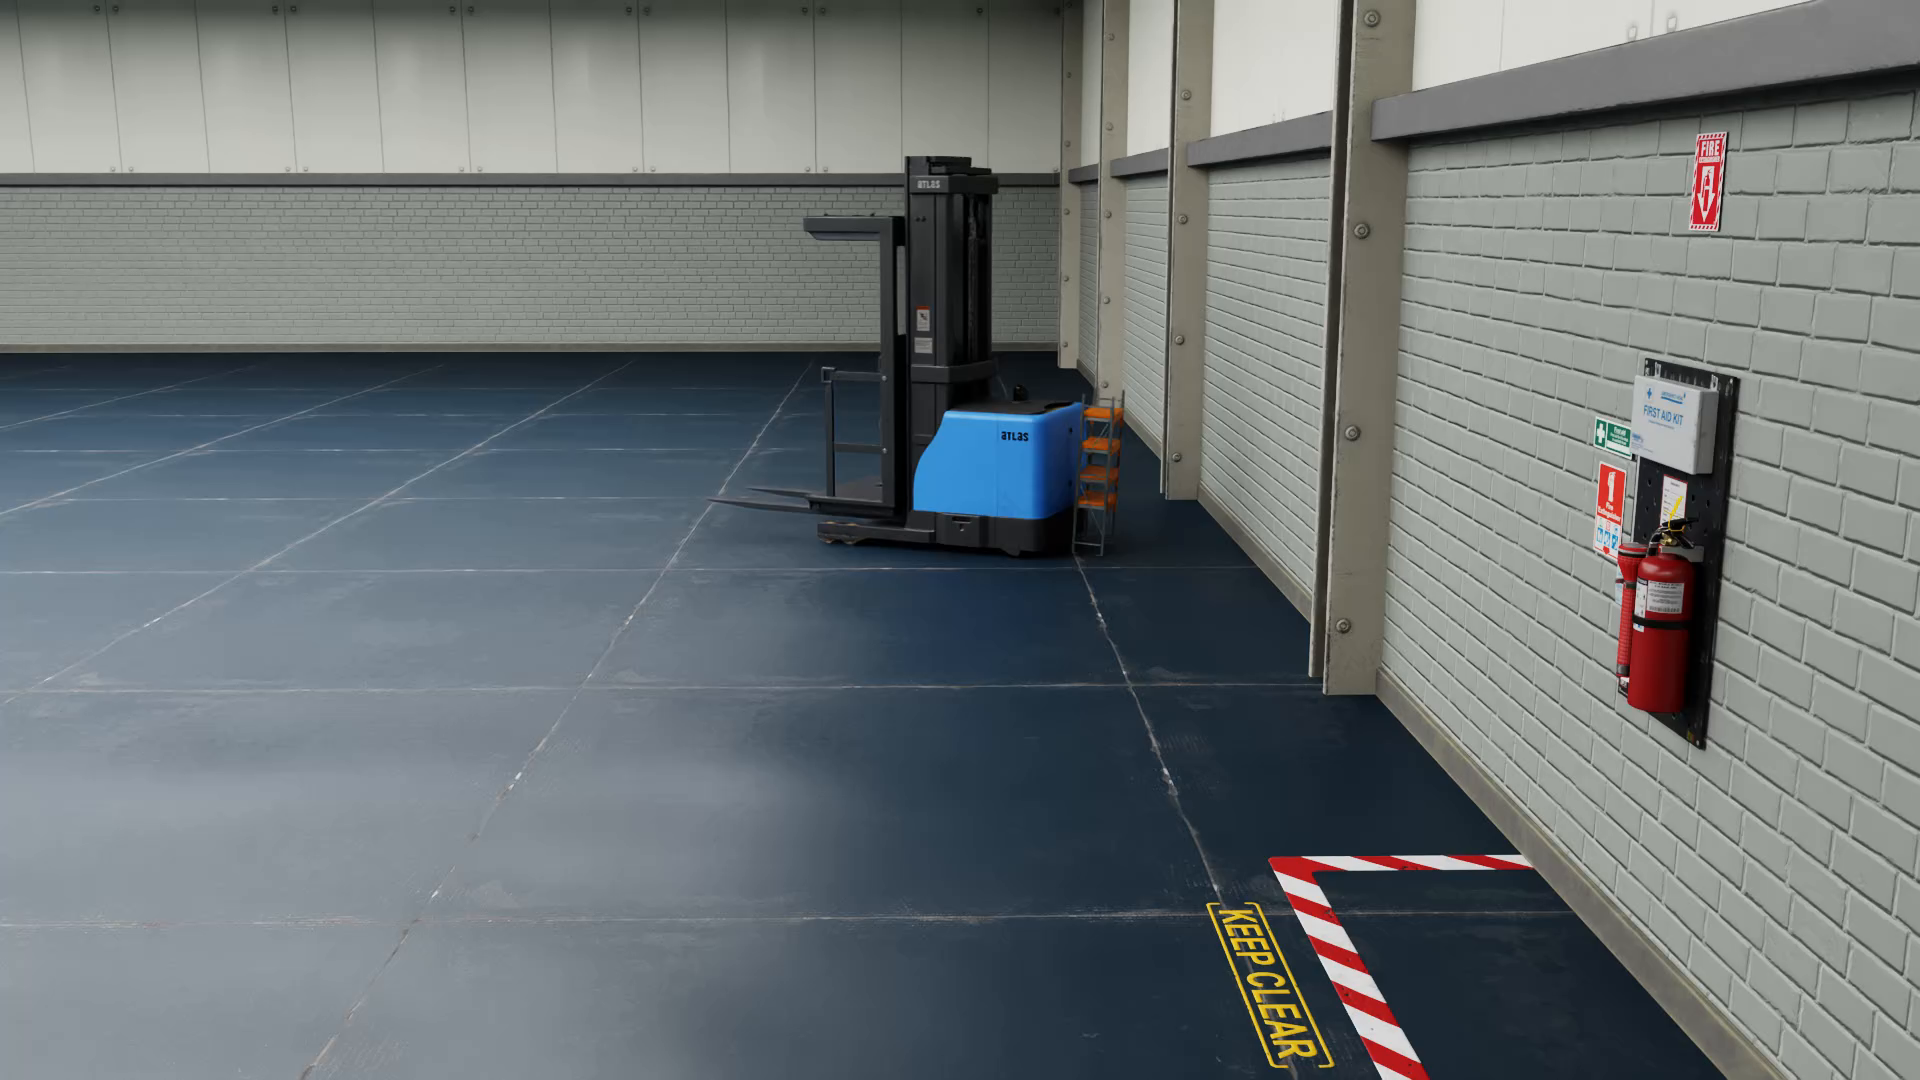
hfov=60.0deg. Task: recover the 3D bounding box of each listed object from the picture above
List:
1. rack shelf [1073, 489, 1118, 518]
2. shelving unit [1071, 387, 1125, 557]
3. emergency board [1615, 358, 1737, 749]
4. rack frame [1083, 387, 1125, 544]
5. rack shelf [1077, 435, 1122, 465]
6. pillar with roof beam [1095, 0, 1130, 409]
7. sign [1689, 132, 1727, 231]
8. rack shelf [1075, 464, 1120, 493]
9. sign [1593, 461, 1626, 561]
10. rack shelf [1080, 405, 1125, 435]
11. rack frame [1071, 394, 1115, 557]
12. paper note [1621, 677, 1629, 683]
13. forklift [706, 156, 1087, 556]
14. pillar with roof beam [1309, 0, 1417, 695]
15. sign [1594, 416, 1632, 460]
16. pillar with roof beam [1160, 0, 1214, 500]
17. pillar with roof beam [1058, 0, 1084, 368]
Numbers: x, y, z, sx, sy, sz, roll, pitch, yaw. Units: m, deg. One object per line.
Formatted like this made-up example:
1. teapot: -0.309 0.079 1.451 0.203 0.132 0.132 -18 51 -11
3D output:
1. rack shelf: 1.033 -0.263 12.635 0.258 0.148 0.480 6 13 13
2. shelving unit: 1.047 -0.522 12.579 0.258 1.200 0.503 6 13 13
3. emergency board: 2.227 0.024 5.396 0.194 1.169 0.643 0 11 -1
4. rack frame: 1.107 -0.569 12.810 0.240 1.200 0.015 6 13 13
5. rack shelf: 1.056 -0.675 12.545 0.258 0.148 0.480 6 13 13
6. pillar with roof beam: -2.436 -5.985 19.927 9.100 9.000 0.400 0 11 -1
7. sign: 2.326 -1.114 5.176 0.001 0.298 0.199 0 11 -1
8. rack shelf: 1.043 -0.456 12.593 0.258 0.148 0.480 6 13 13
9. sign: 2.318 -0.104 5.937 0.001 0.329 0.234 0 11 -1
10. rack shelf: 1.069 -0.905 12.495 0.258 0.148 0.480 6 13 13
11. rack frame: 0.987 -0.475 12.347 0.240 1.200 0.015 6 13 13
12. paper note: 2.292 0.420 5.659 0.016 0.148 0.142 0 11 -1
13. forklift: -0.559 -1.491 13.038 3.031 2.935 1.130 5 13 24
14. pillar with roof beam: -2.188 -3.600 8.169 9.100 9.000 0.400 0 11 -1
15. sign: 2.310 -0.363 5.879 0.001 0.109 0.331 0 11 -1
16. pillar with roof beam: -2.312 -4.792 14.048 9.100 9.000 0.400 0 11 -1
17. pillar with roof beam: -2.560 -7.178 25.806 9.100 9.000 0.400 0 11 -1
